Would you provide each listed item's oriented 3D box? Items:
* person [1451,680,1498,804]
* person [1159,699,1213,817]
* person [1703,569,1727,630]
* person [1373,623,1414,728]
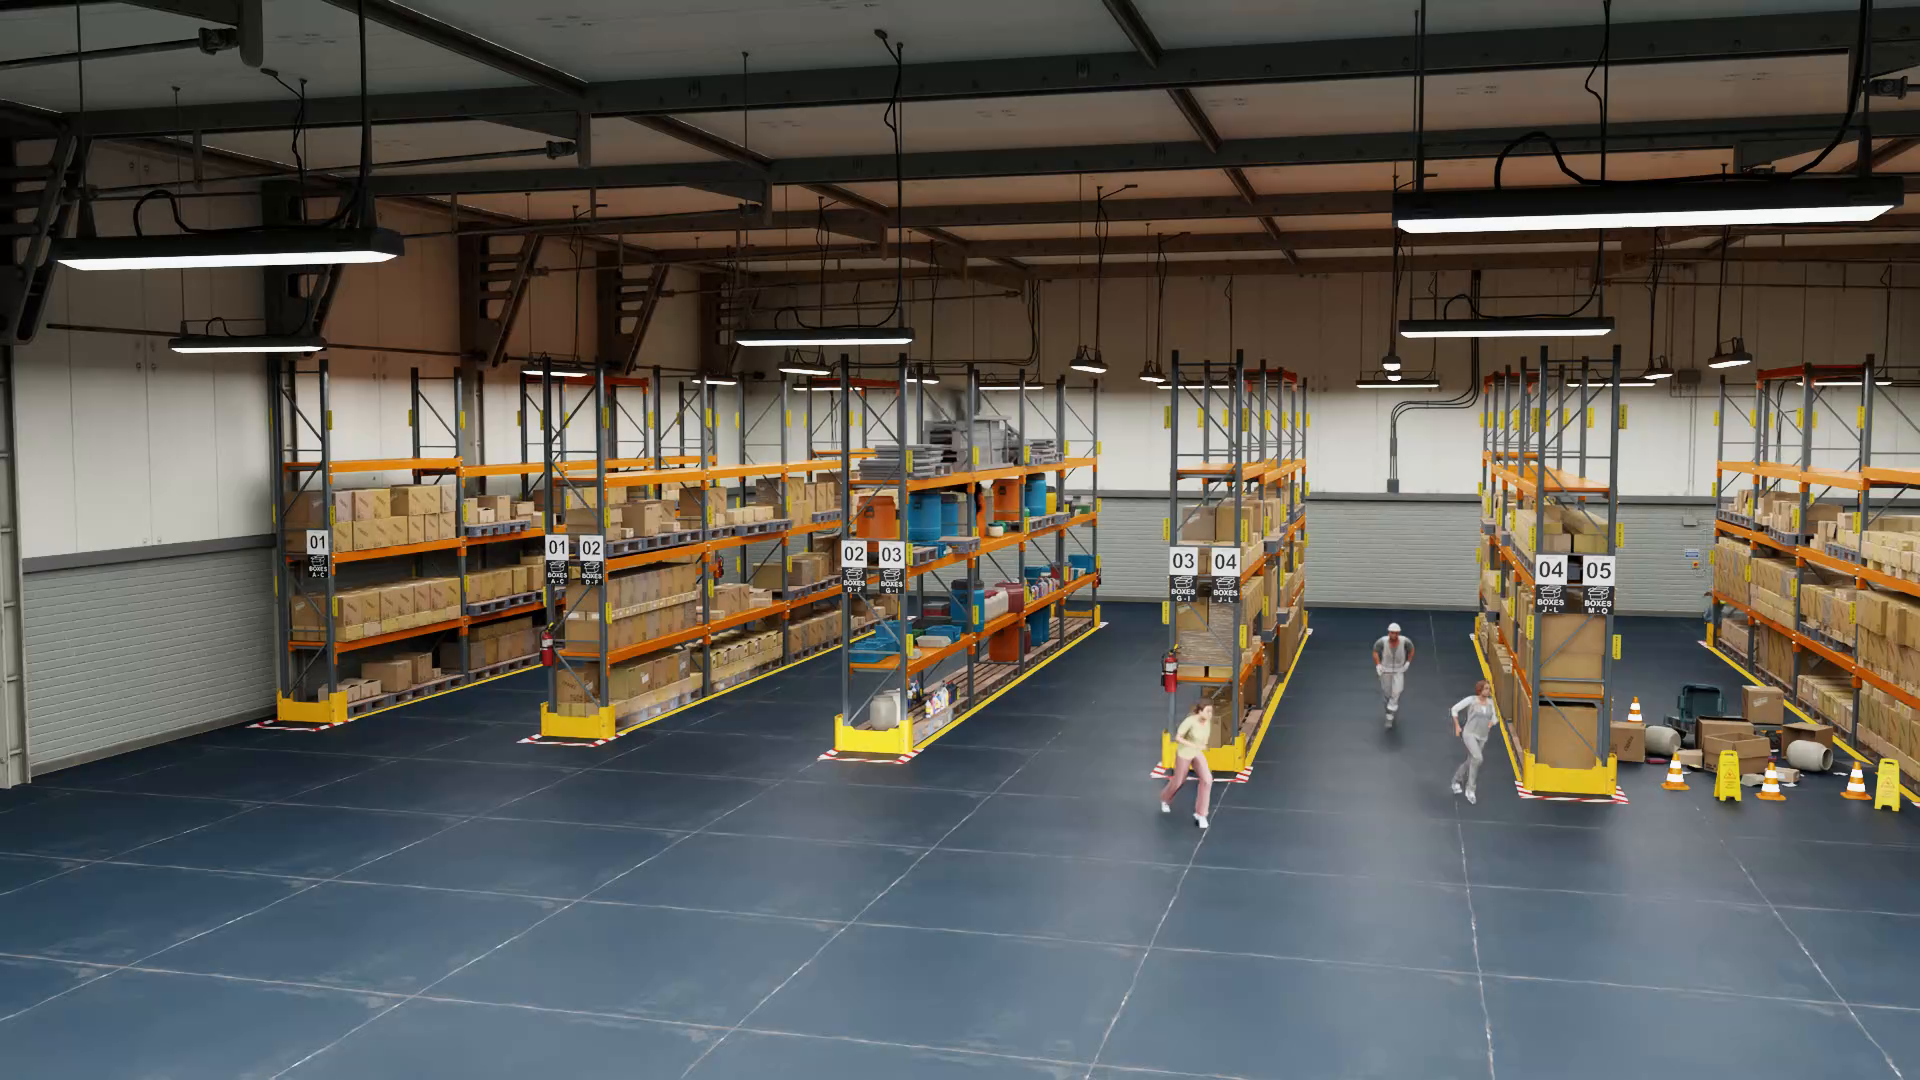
[{"bbox_3d":[6.829,2.632,22.023,0.548,1.578,0.682,-1,4,-17],"label":"person"},{"bbox_3d":[2.835,2.661,20.767,0.619,1.463,0.928,-3,5,-33],"label":"person"},{"bbox_3d":[17.239,1.463,37.941,0.588,1.595,0.728,3,5,34],"label":"person"},{"bbox_3d":[7.141,2.194,27.450,0.667,1.727,0.979,1,4,7],"label":"person"}]
